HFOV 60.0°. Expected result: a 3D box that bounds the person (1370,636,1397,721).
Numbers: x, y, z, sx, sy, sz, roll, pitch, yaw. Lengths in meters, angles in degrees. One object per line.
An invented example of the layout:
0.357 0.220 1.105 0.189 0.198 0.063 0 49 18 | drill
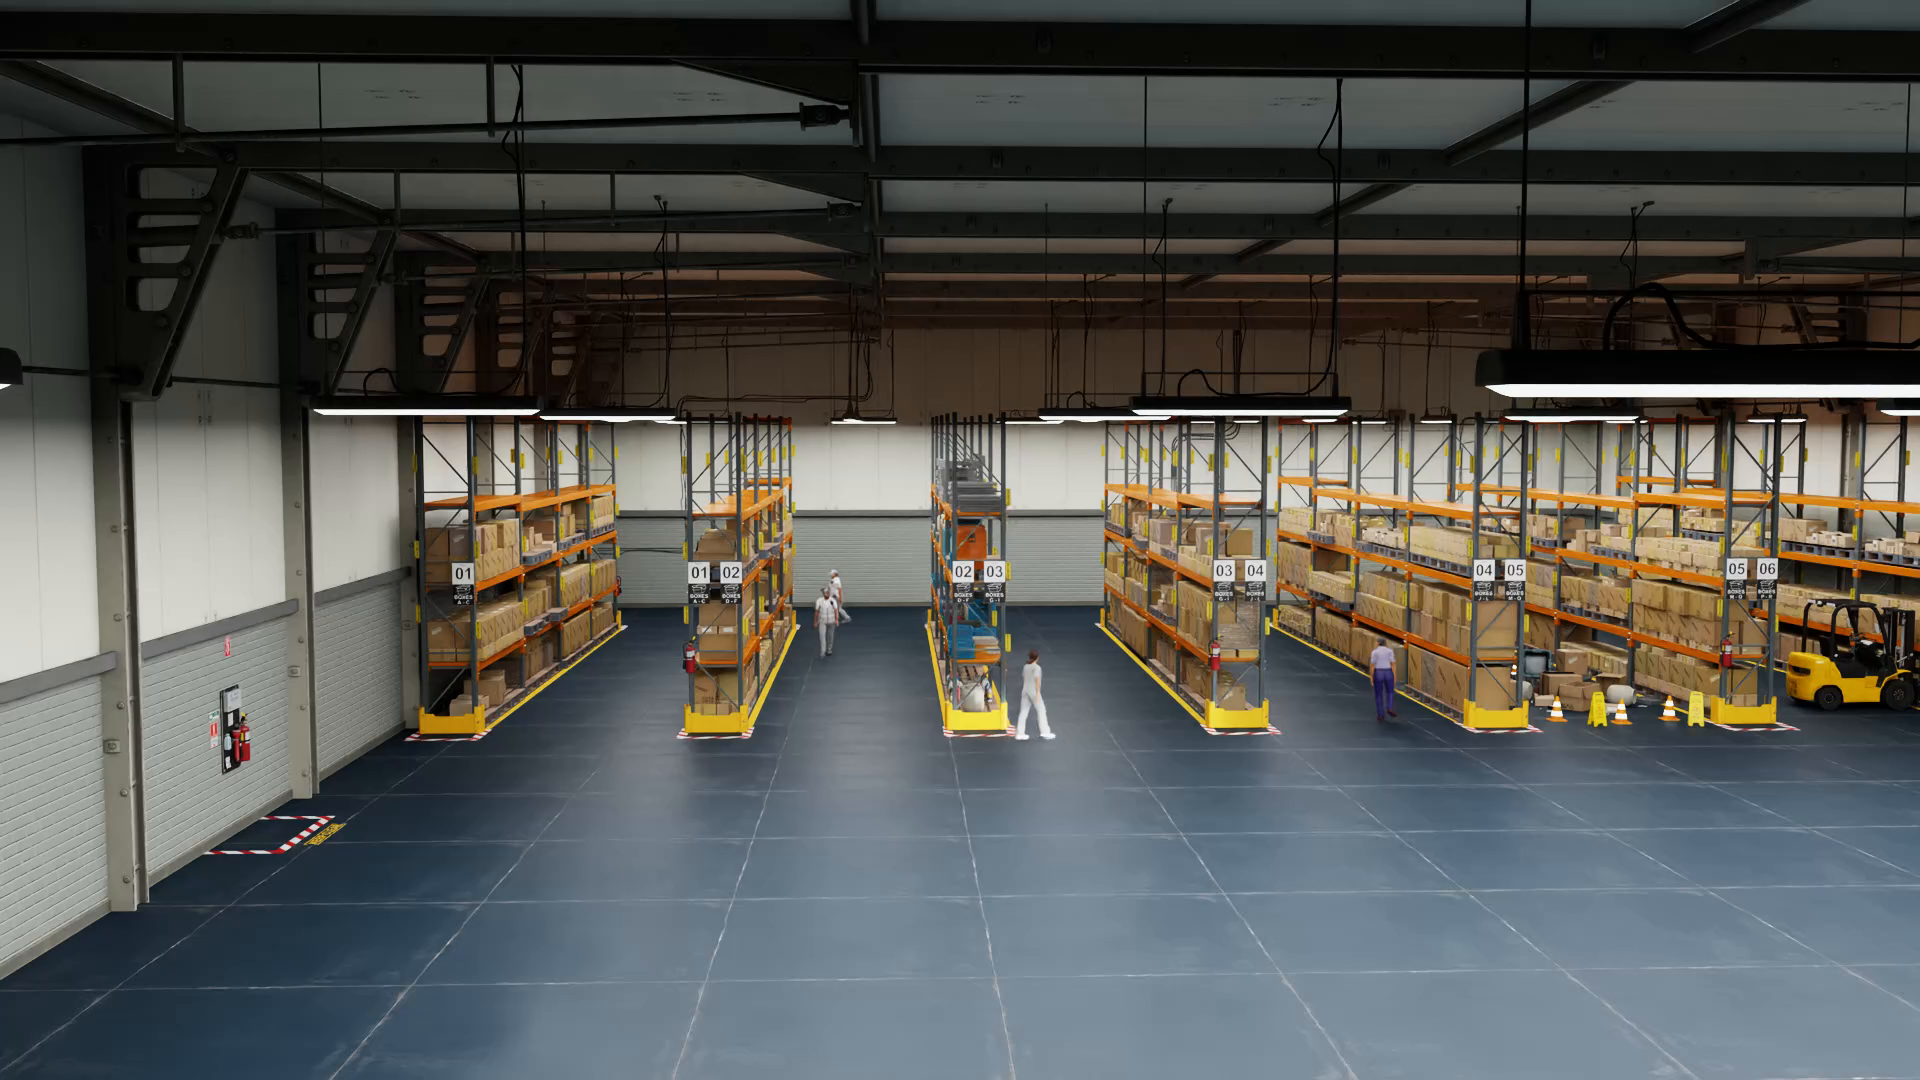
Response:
8.248 2.693 32.412 0.530 1.638 0.462 0 4 6 | person

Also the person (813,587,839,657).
-3.325 2.017 41.430 0.611 1.709 1.062 -1 4 -11 | person

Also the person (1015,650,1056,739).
1.344 2.826 30.438 0.854 1.645 0.498 -3 5 -41 | person

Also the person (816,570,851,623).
-3.687 1.645 48.227 1.073 1.583 0.458 0 4 -6 | person
